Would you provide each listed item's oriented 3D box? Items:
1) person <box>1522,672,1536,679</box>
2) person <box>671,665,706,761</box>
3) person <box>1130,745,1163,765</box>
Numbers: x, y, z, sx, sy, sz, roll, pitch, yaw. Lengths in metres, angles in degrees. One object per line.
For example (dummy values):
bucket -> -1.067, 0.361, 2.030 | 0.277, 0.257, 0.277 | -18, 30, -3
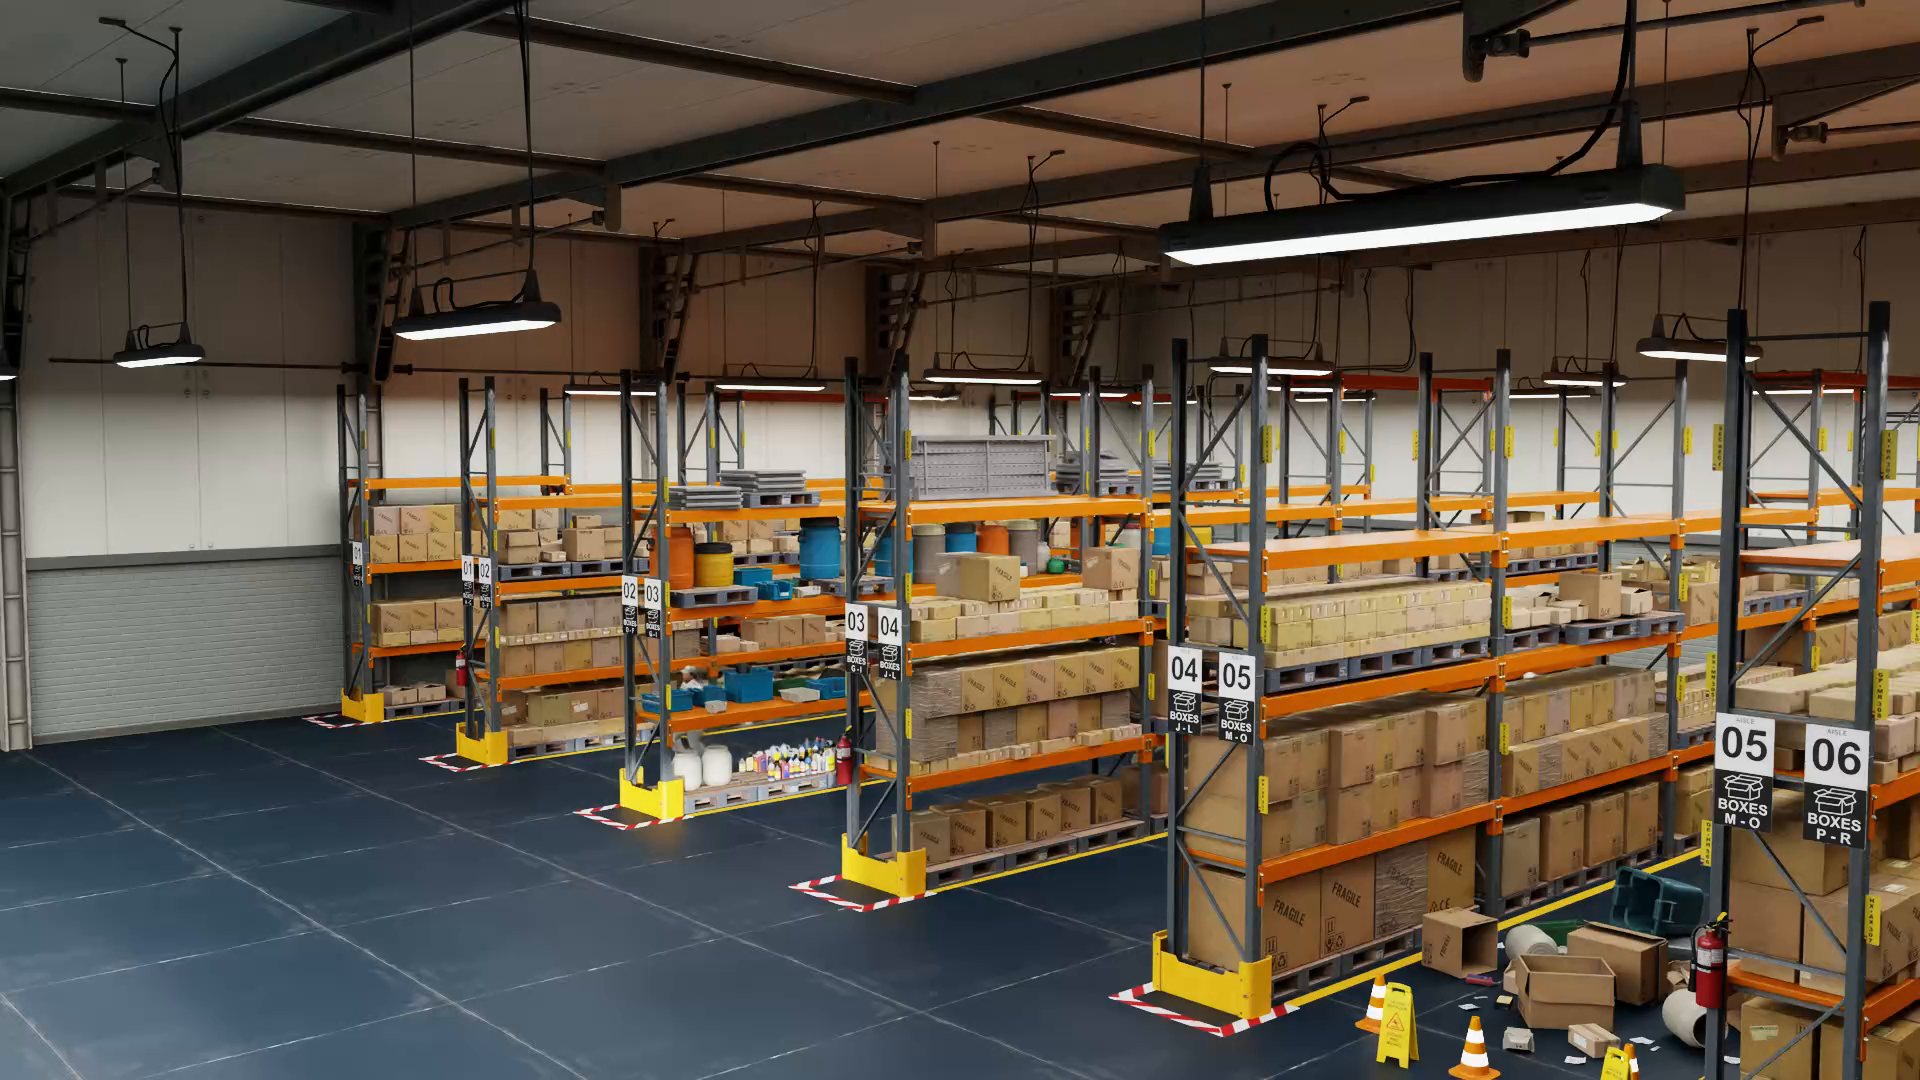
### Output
person -> 8.093, 2.737, 23.480 | 0.715, 1.781, 0.833 | 3, 5, 39
person -> -4.079, 2.712, 24.945 | 0.675, 1.687, 0.579 | -3, 5, -43
person -> 2.953, 2.585, 26.111 | 0.657, 1.787, 1.013 | 3, 5, 42
